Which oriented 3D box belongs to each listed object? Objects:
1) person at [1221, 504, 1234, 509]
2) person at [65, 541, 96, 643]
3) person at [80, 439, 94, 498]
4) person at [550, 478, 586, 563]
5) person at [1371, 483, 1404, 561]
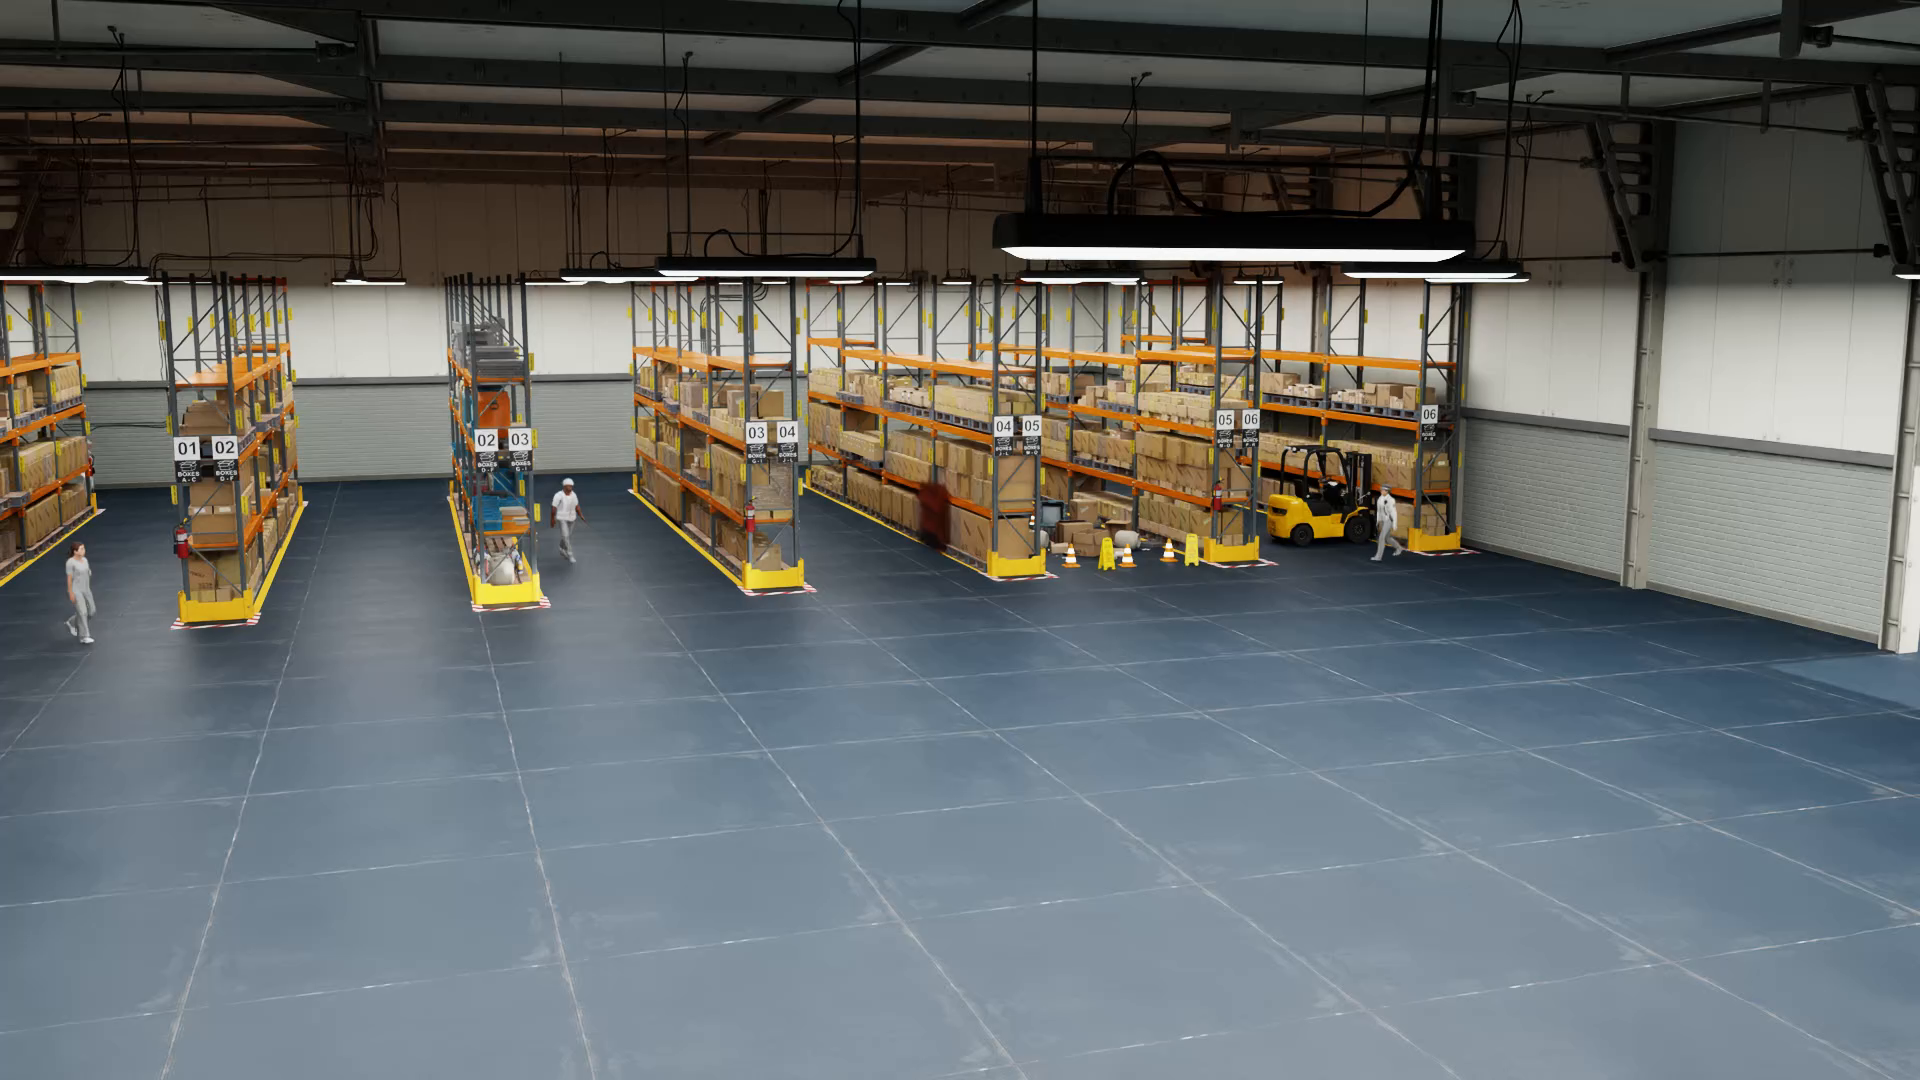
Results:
[{"bbox_3d":[6.414,-1.039,39.583,0.437,1.597,0.381,-7,11,-37],"label":"person"},{"bbox_3d":[-14.344,0.832,26.990,0.677,1.653,0.447,4,9,22],"label":"person"},{"bbox_3d":[-22.976,-1.751,43.616,0.520,1.788,0.580,-3,9,-18],"label":"person"},{"bbox_3d":[-8.279,-0.443,35.161,0.683,1.727,1.002,-8,12,-42],"label":"person"},{"bbox_3d":[9.068,-0.399,35.216,0.934,1.634,0.510,-4,9,-25],"label":"person"}]
